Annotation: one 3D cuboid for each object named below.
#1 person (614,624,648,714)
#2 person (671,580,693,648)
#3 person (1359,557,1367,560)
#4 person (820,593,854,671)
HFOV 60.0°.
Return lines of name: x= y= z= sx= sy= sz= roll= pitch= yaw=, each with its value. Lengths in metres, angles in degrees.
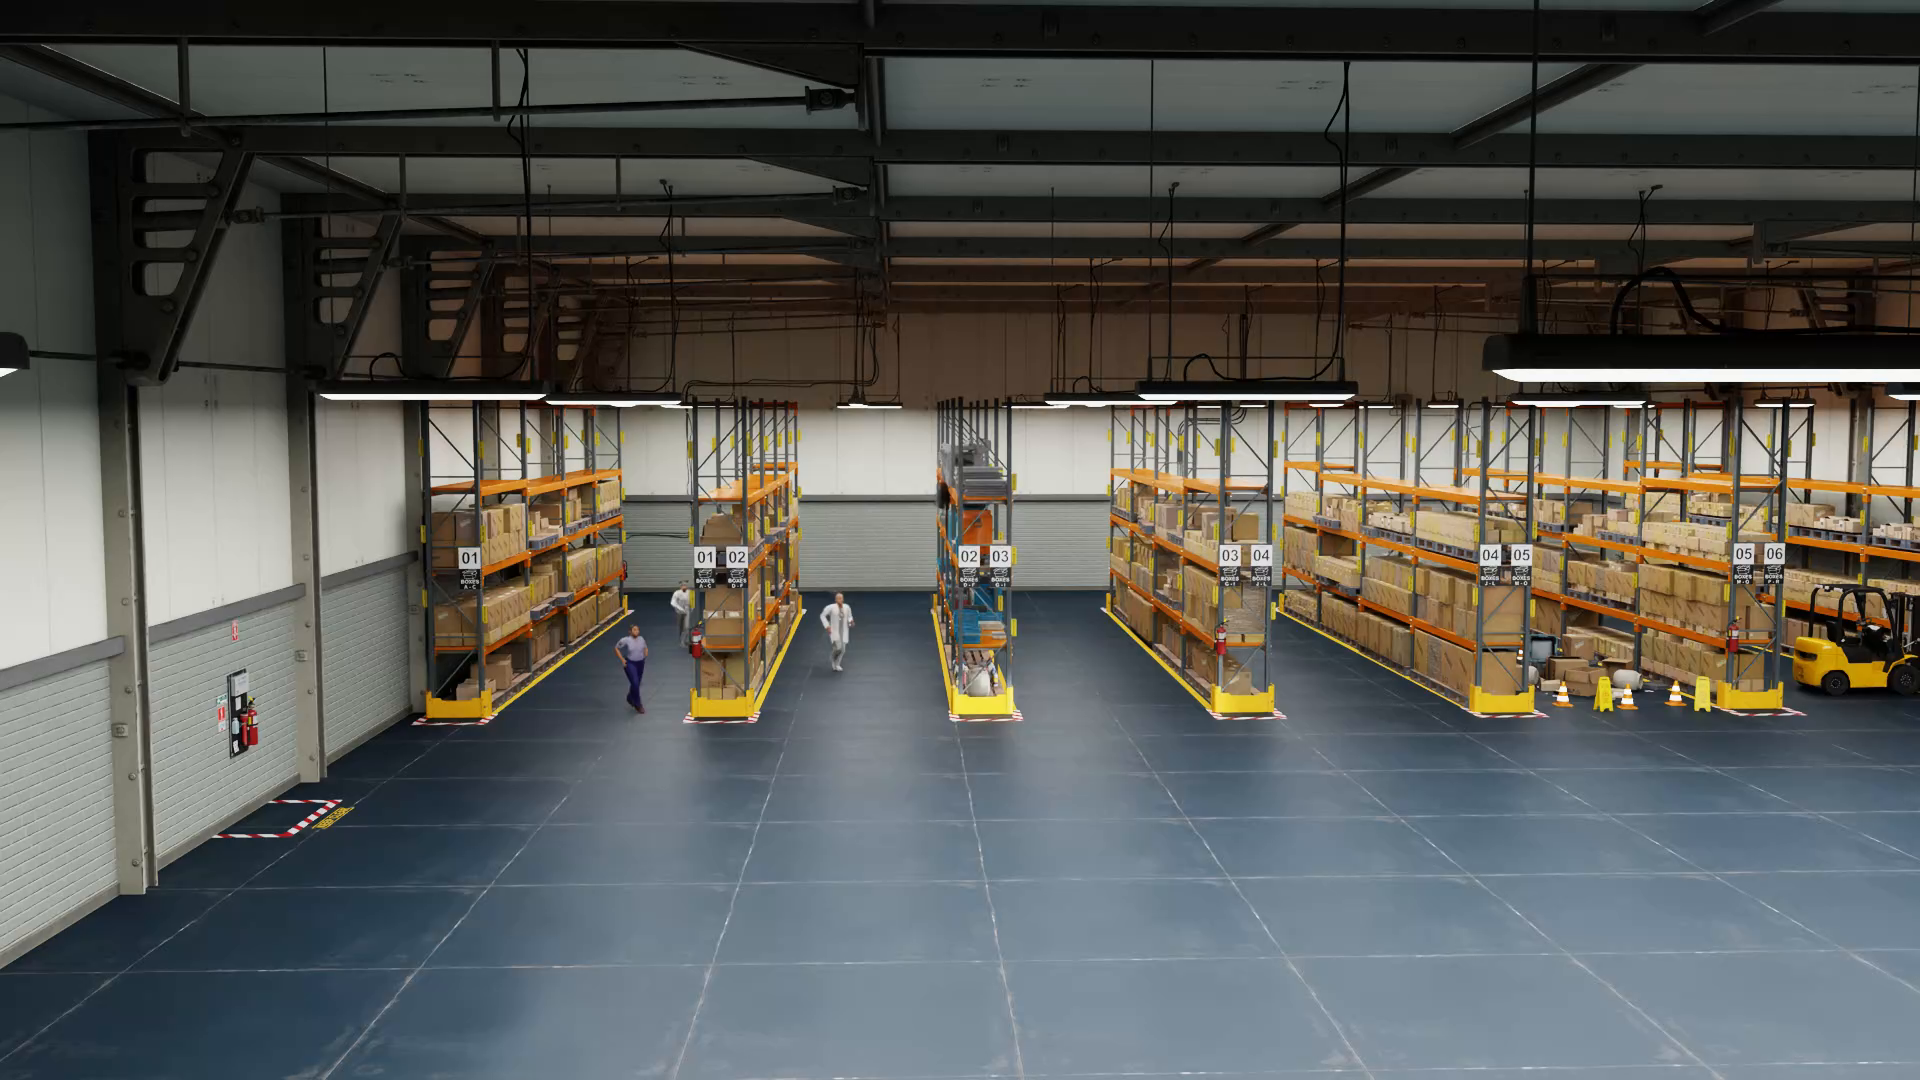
person: x=-6.256 y=2.402 z=31.770 sx=0.635 sy=1.615 sz=0.737 roll=-4 pitch=6 yaw=-44
person: x=-6.748 y=1.772 z=40.430 sx=0.592 sy=1.654 sz=0.803 roll=-1 pitch=5 yaw=-18
person: x=12.108 y=1.162 z=49.047 sx=1.068 sy=1.575 sz=0.667 roll=2 pitch=5 yaw=21
person: x=-2.668 y=2.034 z=36.529 sx=0.717 sy=1.722 sz=0.710 roll=-2 pitch=5 yaw=-25
